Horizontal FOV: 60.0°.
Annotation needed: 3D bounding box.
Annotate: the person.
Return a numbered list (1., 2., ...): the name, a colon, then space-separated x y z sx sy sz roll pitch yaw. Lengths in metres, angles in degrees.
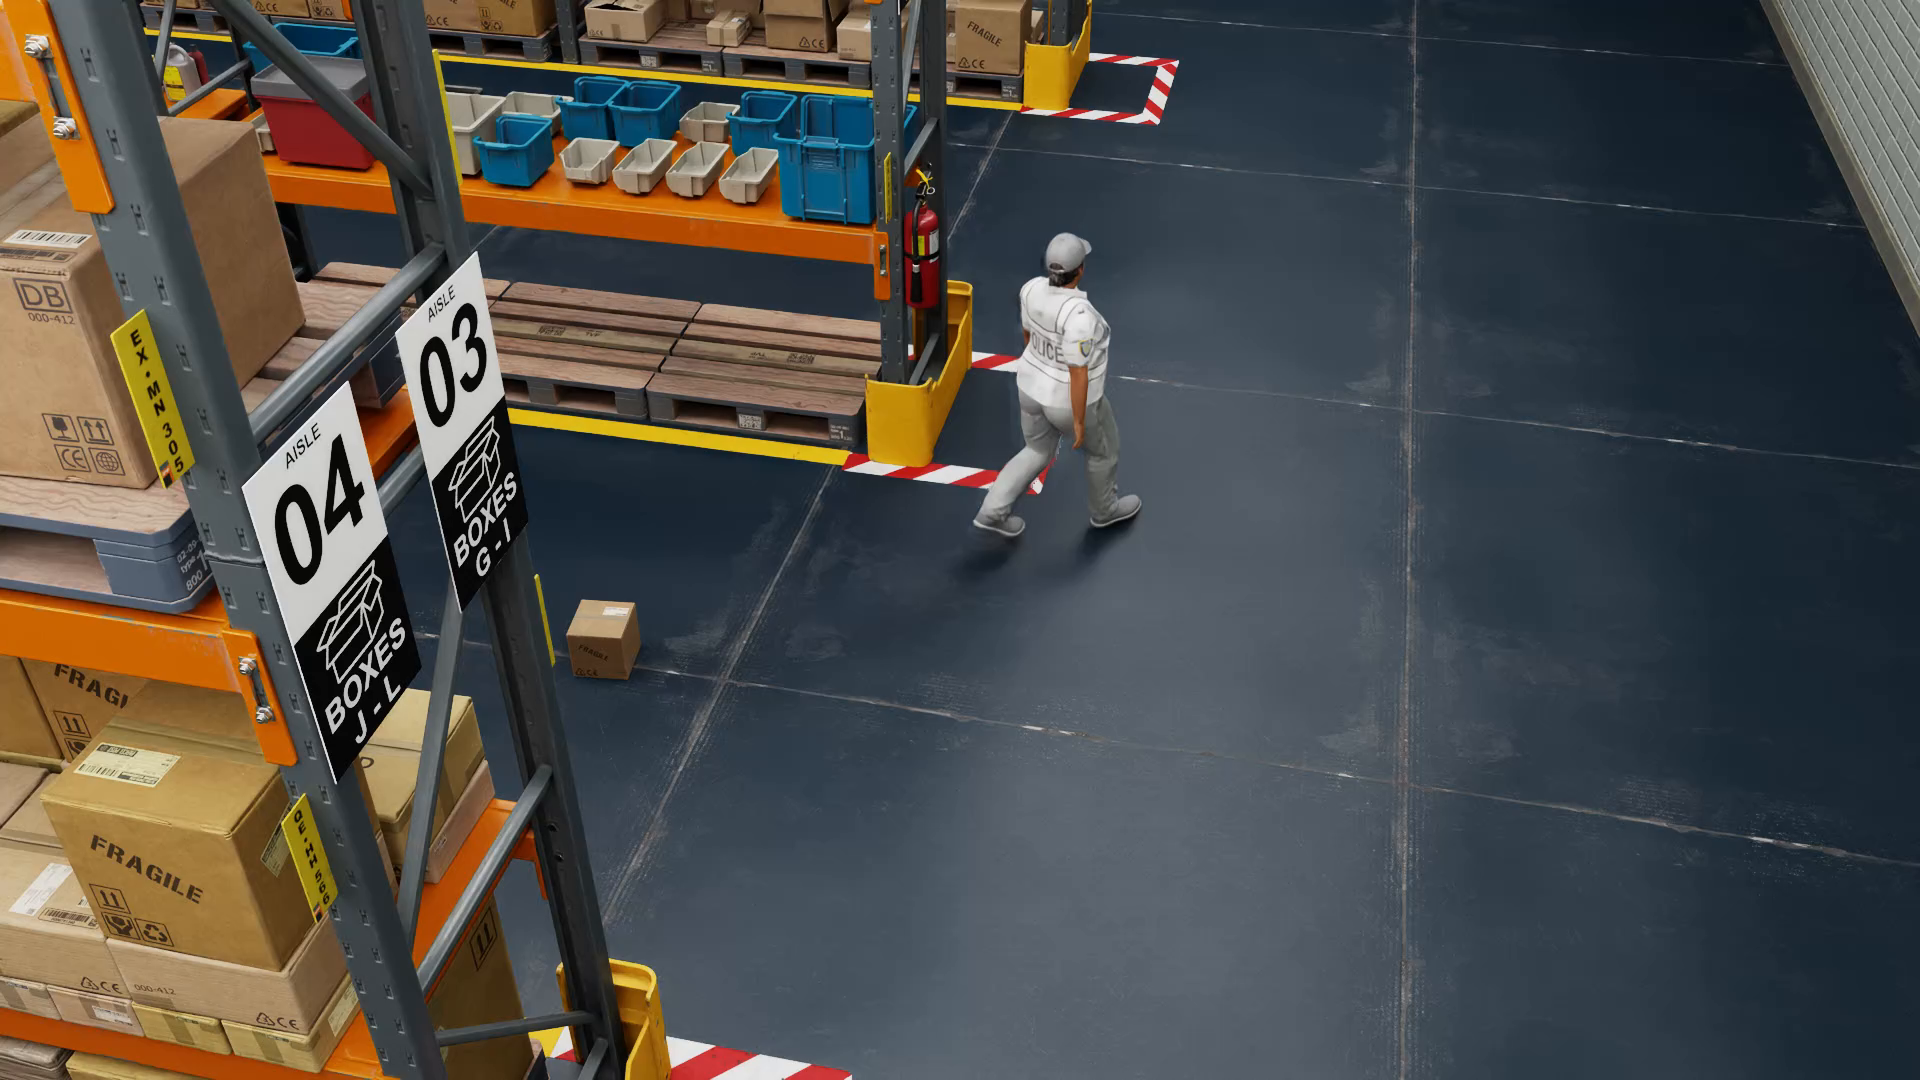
1. person: 0.483 -0.710 7.901 0.913 1.622 0.512 -24 43 -28
